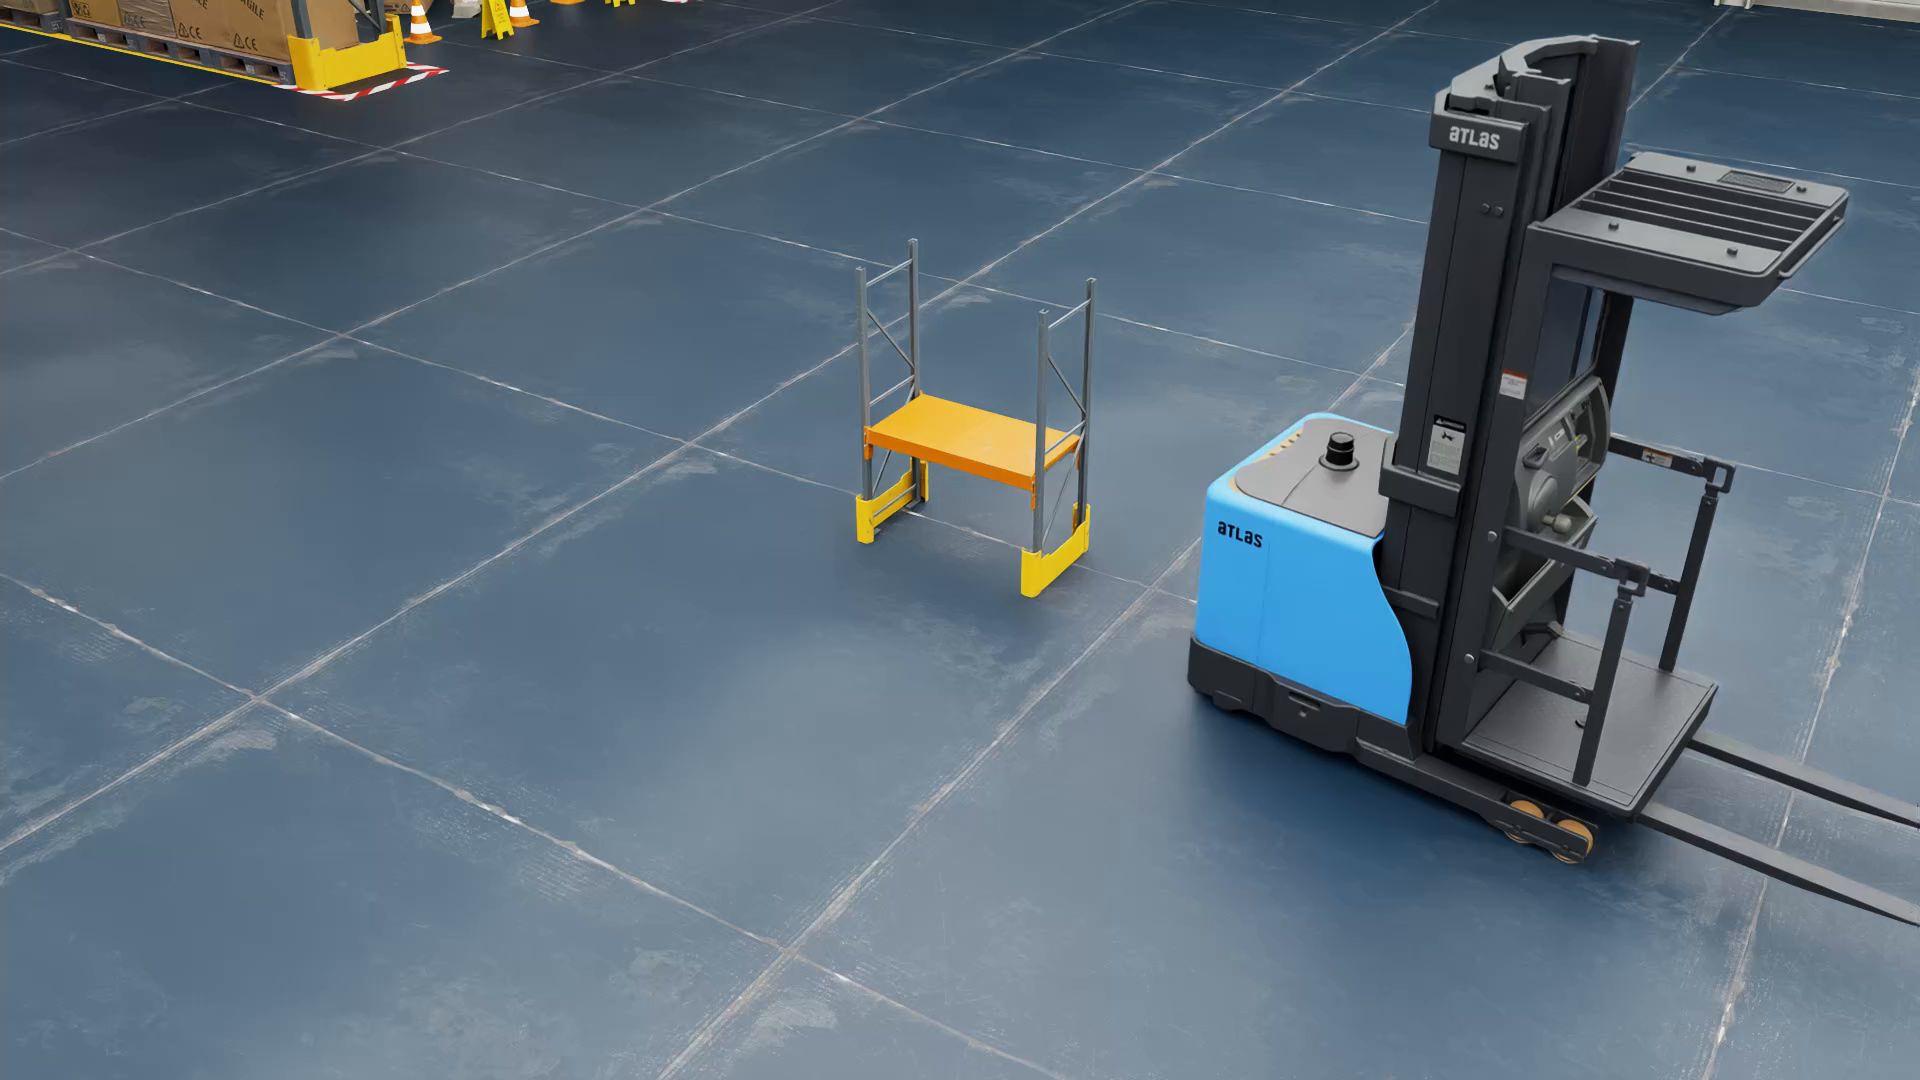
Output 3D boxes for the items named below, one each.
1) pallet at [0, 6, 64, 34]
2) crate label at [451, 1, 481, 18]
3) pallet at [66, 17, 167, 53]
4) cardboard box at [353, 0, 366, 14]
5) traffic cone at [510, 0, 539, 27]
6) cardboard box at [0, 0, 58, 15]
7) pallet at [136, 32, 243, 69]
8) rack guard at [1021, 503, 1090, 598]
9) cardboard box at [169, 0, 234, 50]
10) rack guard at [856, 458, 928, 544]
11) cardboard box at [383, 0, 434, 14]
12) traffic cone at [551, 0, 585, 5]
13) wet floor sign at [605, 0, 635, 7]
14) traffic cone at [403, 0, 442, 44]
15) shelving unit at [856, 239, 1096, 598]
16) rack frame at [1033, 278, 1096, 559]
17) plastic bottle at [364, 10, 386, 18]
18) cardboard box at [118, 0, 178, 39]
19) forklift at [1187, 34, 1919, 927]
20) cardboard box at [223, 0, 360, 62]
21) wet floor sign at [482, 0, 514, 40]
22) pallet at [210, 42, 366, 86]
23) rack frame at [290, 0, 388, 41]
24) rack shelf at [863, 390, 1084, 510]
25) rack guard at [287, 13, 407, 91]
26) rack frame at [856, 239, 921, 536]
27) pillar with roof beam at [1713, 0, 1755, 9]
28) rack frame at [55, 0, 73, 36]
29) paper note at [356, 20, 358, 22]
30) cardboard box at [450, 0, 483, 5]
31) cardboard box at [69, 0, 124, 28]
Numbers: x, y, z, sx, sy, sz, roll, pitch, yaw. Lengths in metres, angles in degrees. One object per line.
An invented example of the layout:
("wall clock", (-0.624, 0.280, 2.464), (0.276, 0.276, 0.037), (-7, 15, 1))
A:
("pallet", (-10.220, -6.019, 18.857), (1.213, 0.211, 1.003), (18, 35, 27))
("crate label", (-5.643, -6.064, 19.009), (0.298, 0.136, 0.250), (1, 30, 2))
("pallet", (-8.924, -5.607, 18.152), (1.213, 0.211, 1.003), (18, 35, 27))
("cardboard box", (-7.091, -6.193, 19.103), (0.258, 0.266, 0.396), (24, 38, 35))
("traffic cone", (-4.945, -6.021, 18.611), (0.334, 0.463, 0.336), (18, 35, 27))
("cardboard box", (-10.100, -6.386, 18.536), (0.750, 0.750, 1.050), (17, 34, 27))
("pallet", (-7.886, -5.281, 17.592), (1.213, 0.211, 1.003), (18, 35, 27))
("rack guard", (0.486, 0.046, 8.423), (0.087, 0.250, 0.587), (18, 35, 27))
("cardboard box", (-7.494, -5.629, 17.114), (0.875, 0.875, 0.875), (17, 34, 27))
("rack guard", (-0.357, -0.221, 8.881), (0.087, 0.250, 0.587), (18, 35, 27))
("cardboard box", (-6.426, -6.429, 19.270), (0.637, 0.503, 0.797), (-4, 30, -7))
("traffic cone", (-4.642, -6.586, 19.579), (0.334, 0.463, 0.336), (18, 35, 27))
("wet floor sign", (-4.000, -6.592, 19.410), (0.267, 0.644, 0.232), (-21, 36, -32))
("traffic cone", (-5.833, -5.630, 17.941), (0.334, 0.463, 0.336), (18, 35, 27))
("shelving unit", (0.065, -0.627, 8.337), (1.083, 1.500, 0.587), (18, 35, 27))
("rack frame", (0.503, -0.489, 8.099), (0.032, 1.500, 0.500), (18, 35, 27))
("plastic bottle", (-6.702, -5.994, 18.963), (0.283, 0.061, 0.133), (6, 31, 10))
("cardboard box", (-8.265, -5.874, 17.534), (0.875, 0.875, 0.875), (18, 35, 28))
("forklift", (2.497, -0.294, 6.345), (3.031, 2.935, 1.130), (22, 37, 33))
("cardboard box", (-6.748, -5.394, 16.711), (0.875, 0.875, 0.875), (18, 35, 28))
("wet floor sign", (-5.061, -5.797, 18.047), (0.232, 0.644, 0.267), (12, 32, 19))
("pallet", (-6.857, -4.953, 17.031), (1.213, 0.211, 1.003), (18, 35, 27))
("rack frame", (-6.138, -5.977, 16.019), (0.127, 3.000, 1.000), (18, 35, 27))
("rack shelf", (0.072, -0.470, 8.424), (1.000, 0.185, 0.538), (18, 35, 27))
("rack guard", (-6.118, -4.891, 16.638), (0.348, 0.500, 1.175), (18, 35, 27))
("rack frame", (-0.358, -0.761, 8.566), (0.032, 1.500, 0.500), (18, 35, 27))
("pillar with roof beam", (6.808, -8.347, 14.127), (0.400, 9.000, 9.100), (18, 35, 27))
("rack frame", (-9.526, -7.049, 17.855), (0.127, 3.000, 1.000), (18, 35, 27))
("paper note", (-6.837, -5.870, 18.803), (0.032, 0.001, 0.123), (-15, 33, -24))
("cardboard box", (-5.776, -6.374, 19.529), (0.380, 0.149, 0.250), (-15, 33, -24))
("cardboard box", (-9.031, -6.114, 17.945), (0.875, 0.875, 0.875), (18, 35, 28))
